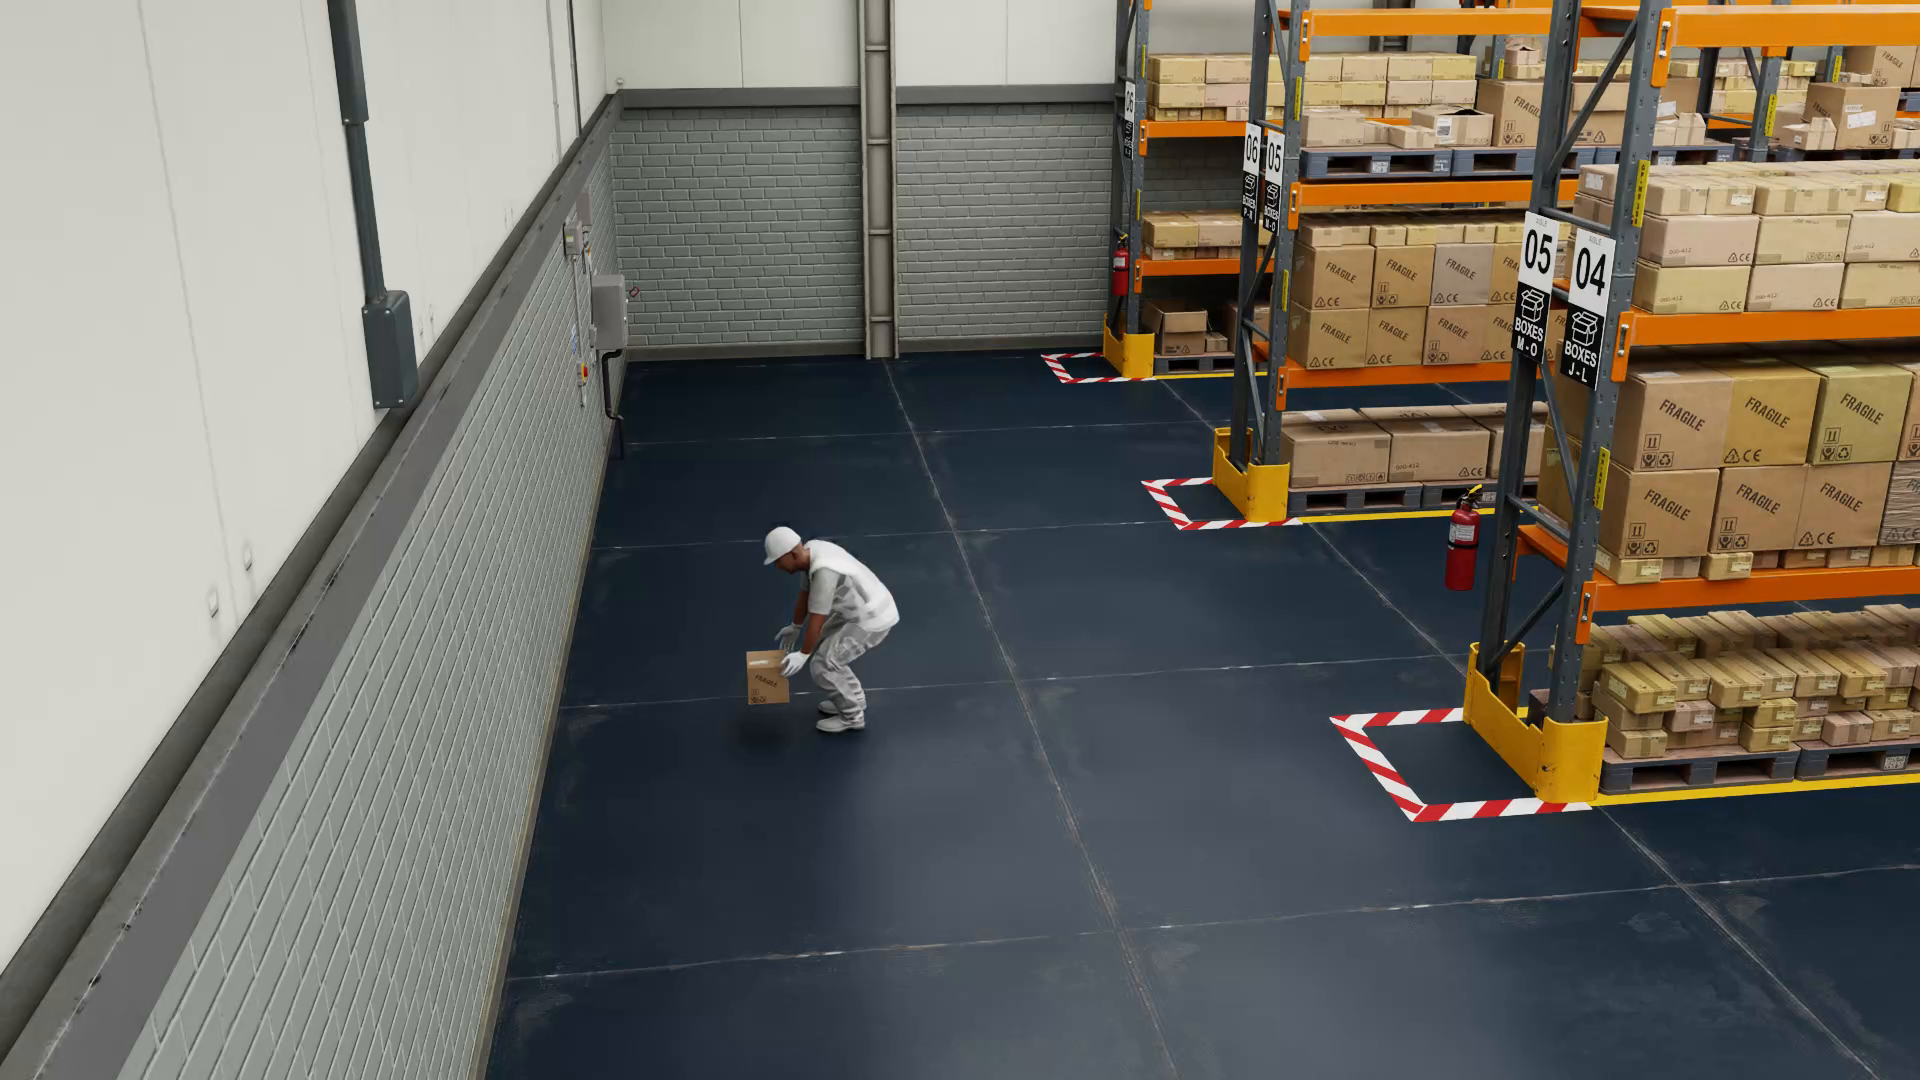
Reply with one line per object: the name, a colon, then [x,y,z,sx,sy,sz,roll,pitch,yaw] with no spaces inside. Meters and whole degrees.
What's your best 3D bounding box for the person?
person: [-0.782,0.531,10.251,0.813,1.322,0.612,-3,20,-8]
